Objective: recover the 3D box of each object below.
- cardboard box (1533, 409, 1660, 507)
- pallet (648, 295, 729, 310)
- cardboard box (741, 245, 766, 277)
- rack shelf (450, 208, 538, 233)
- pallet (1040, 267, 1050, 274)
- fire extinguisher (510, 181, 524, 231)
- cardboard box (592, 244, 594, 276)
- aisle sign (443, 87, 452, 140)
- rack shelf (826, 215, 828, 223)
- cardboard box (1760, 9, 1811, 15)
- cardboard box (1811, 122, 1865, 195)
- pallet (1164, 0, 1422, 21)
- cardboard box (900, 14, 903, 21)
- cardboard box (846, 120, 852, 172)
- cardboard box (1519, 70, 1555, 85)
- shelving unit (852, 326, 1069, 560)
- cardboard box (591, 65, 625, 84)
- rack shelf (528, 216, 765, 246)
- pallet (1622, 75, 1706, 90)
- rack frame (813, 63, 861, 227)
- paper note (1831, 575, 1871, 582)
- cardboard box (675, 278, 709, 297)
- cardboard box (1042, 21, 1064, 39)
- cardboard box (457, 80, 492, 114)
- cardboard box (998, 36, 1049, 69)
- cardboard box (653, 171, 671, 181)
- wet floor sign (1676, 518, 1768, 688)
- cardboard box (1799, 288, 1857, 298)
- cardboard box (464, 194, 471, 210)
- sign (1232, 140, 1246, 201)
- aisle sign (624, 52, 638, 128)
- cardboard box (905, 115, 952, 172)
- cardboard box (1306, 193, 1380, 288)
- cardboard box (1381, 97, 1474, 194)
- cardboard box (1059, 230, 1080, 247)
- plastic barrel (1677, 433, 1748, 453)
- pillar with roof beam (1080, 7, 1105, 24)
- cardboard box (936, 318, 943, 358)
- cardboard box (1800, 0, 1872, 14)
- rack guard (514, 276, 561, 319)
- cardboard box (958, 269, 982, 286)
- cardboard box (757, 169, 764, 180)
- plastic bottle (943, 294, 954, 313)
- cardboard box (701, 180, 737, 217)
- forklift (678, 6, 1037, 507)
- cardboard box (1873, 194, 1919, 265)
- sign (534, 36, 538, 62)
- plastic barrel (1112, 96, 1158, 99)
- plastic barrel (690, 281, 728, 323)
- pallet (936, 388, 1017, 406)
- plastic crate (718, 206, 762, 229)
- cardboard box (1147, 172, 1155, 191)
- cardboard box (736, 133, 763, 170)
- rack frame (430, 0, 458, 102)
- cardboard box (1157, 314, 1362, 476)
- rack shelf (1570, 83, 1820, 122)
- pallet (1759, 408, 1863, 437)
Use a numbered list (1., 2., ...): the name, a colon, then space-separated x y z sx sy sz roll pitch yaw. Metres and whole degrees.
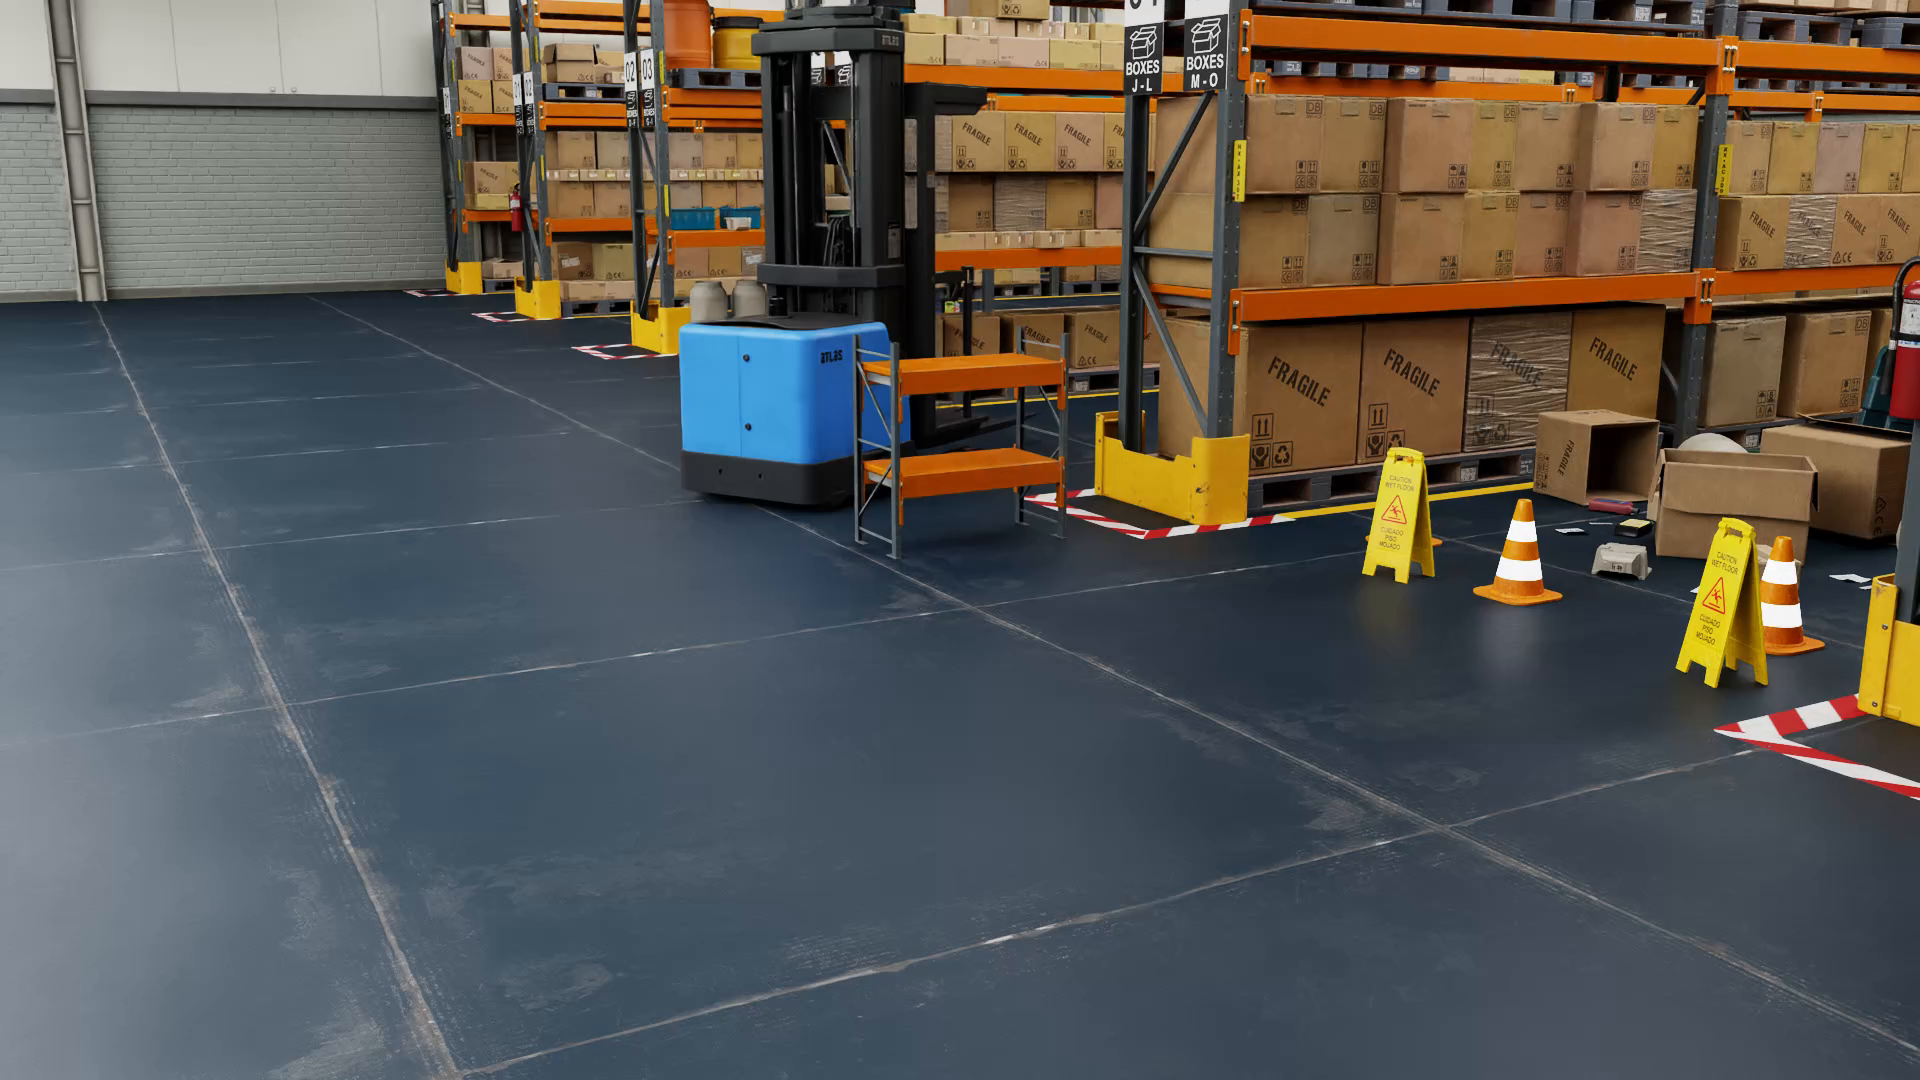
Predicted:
1. cardboard box: 3.912 -0.513 10.242 0.500 0.500 0.500 -4 13 -18
2. pallet: -4.039 -3.403 23.748 1.213 0.211 1.003 -7 14 -28
3. cardboard box: -2.995 -4.056 23.898 0.500 0.500 0.500 -7 14 -28
4. rack shelf: -6.381 -5.361 27.736 4.000 0.370 1.077 -7 14 -28
5. pallet: 1.755 -5.308 32.213 1.213 0.211 1.003 -7 14 -28
6. fire extinguisher: -6.086 -4.586 22.833 0.183 0.674 0.296 -7 14 -28
7. cardboard box: -6.318 -4.679 27.761 0.500 0.500 0.700 -8 15 -31
8. aisle sign: -8.056 -6.704 26.146 0.004 0.787 0.394 -7 14 -28
9. rack shelf: -0.493 -4.827 25.366 4.000 0.370 1.077 -7 14 -28
10. cardboard box: 5.761 -3.908 11.968 0.500 0.250 0.500 -7 14 -28
11. cardboard box: 6.110 -2.789 12.167 0.500 0.500 0.700 -7 14 -27
12. pallet: 1.918 -3.171 9.739 1.213 0.211 1.003 -7 14 -28
13. cardboard box: -0.664 -4.207 13.571 0.250 0.149 0.380 -7 14 -28
14. cardboard box: -0.652 -3.425 14.313 0.500 0.500 0.500 -7 14 -28
15. cardboard box: 5.706 -4.772 16.992 0.500 0.250 0.500 -7 14 -28
16. shelving unit: 0.006 -0.549 8.989 1.048 1.125 0.538 -7 14 -28
17. cardboard box: -4.875 -6.382 22.872 0.500 0.250 0.500 -7 14 -28
18. rack shelf: -4.004 -4.406 23.496 4.000 0.370 1.077 -7 14 -28
19. pallet: 7.526 -5.047 18.300 1.213 0.211 1.003 -6 14 -25
20. rack frame: -1.016 -2.638 13.997 0.127 3.000 1.000 -7 14 -28
21. paper note: 4.426 0.183 8.253 0.142 0.019 0.148 -2 13 -8
22. cardboard box: -3.865 -3.582 23.498 0.500 0.250 0.500 -7 14 -28
23. cardboard box: 0.691 -4.372 14.307 0.250 0.149 0.380 -7 14 -28
24. cardboard box: -7.723 -7.010 26.322 0.500 0.500 0.500 -6 14 -26
25. cardboard box: 0.417 -4.135 14.163 0.500 0.250 0.500 -7 14 -28
26. cardboard box: -4.182 -5.048 23.003 0.250 0.149 0.380 -7 14 -29
27. wet floor sign: 3.053 0.235 6.597 0.232 0.644 0.267 -2 13 -8
28. cardboard box: 10.134 -3.122 20.034 0.875 0.875 0.875 -7 14 -28
29. cardboard box: -7.819 -5.524 27.121 0.500 0.250 0.500 -7 14 -27
30. sign: 1.532 -2.024 9.121 0.005 0.325 0.100 -7 14 -28
31. aisle sign: -3.595 -4.910 18.174 0.004 0.787 0.394 -7 14 -28
32. cardboard box: -0.403 -3.325 13.868 0.500 0.500 0.500 -7 14 -28
33. cardboard box: 2.048 -1.854 10.174 0.550 0.550 0.875 -7 14 -28
34. cardboard box: 2.611 -2.411 10.189 0.550 0.550 0.875 -7 14 -28
35. cardboard box: 0.867 -2.690 14.803 0.250 0.149 0.380 -7 14 -28
36. plastic barrel: 4.522 -0.420 10.011 0.421 0.421 0.512 3 13 11
37. pillar with roof beam: 4.659 -9.101 29.054 0.400 9.000 9.100 -7 14 -28
38. cardboard box: -0.460 -1.685 14.503 0.500 0.500 0.500 -4 13 -17
39. cardboard box: 6.137 -3.784 11.646 0.250 0.149 0.380 -7 14 -28
40. rack guard: -5.780 -3.325 22.745 0.348 0.500 1.175 -7 14 -28
41. cardboard box: 0.024 -4.043 25.546 0.500 0.250 0.500 -6 14 -27
42. cardboard box: -2.831 -5.210 23.721 0.250 0.149 0.380 -7 15 -30
43. plastic bottle: -0.143 -2.788 19.851 0.133 0.283 0.061 -6 14 -25
44. cardboard box: -3.537 -4.860 23.645 0.500 0.500 0.700 -7 14 -27
45. forklift: -0.509 -1.898 10.868 1.130 2.935 3.031 8 15 31
46. cardboard box: 6.702 -2.303 12.282 0.500 0.500 0.500 -7 14 -27
47. sign: -5.499 -6.368 21.570 0.005 0.325 0.100 -7 14 -28
48. plastic barrel: 2.234 -5.993 21.098 0.708 0.830 0.600 -7 14 -28
49. plastic barrel: -2.848 -2.667 18.839 0.421 0.512 0.421 0 13 0
50. pallet: -0.219 -1.364 14.688 1.213 0.211 1.003 -7 14 -28
51. plastic crate: -2.521 -3.697 19.044 0.408 0.251 0.499 -7 14 -28
52. cardboard box: 1.614 -3.171 15.462 0.500 0.500 0.875 -7 14 -28
53. cardboard box: -3.078 -5.548 23.748 0.500 0.500 0.700 -7 14 -28
54. rack frame: -8.136 -8.428 26.063 0.127 3.000 1.000 -7 14 -28
55. cardboard box: 1.835 -0.923 10.263 0.875 0.875 0.875 -7 14 -28
56. rack shelf: 7.761 -4.802 18.421 4.000 0.370 1.077 -7 14 -28
57. pallet: 6.496 -0.956 12.878 1.213 0.211 1.003 -7 14 -28
